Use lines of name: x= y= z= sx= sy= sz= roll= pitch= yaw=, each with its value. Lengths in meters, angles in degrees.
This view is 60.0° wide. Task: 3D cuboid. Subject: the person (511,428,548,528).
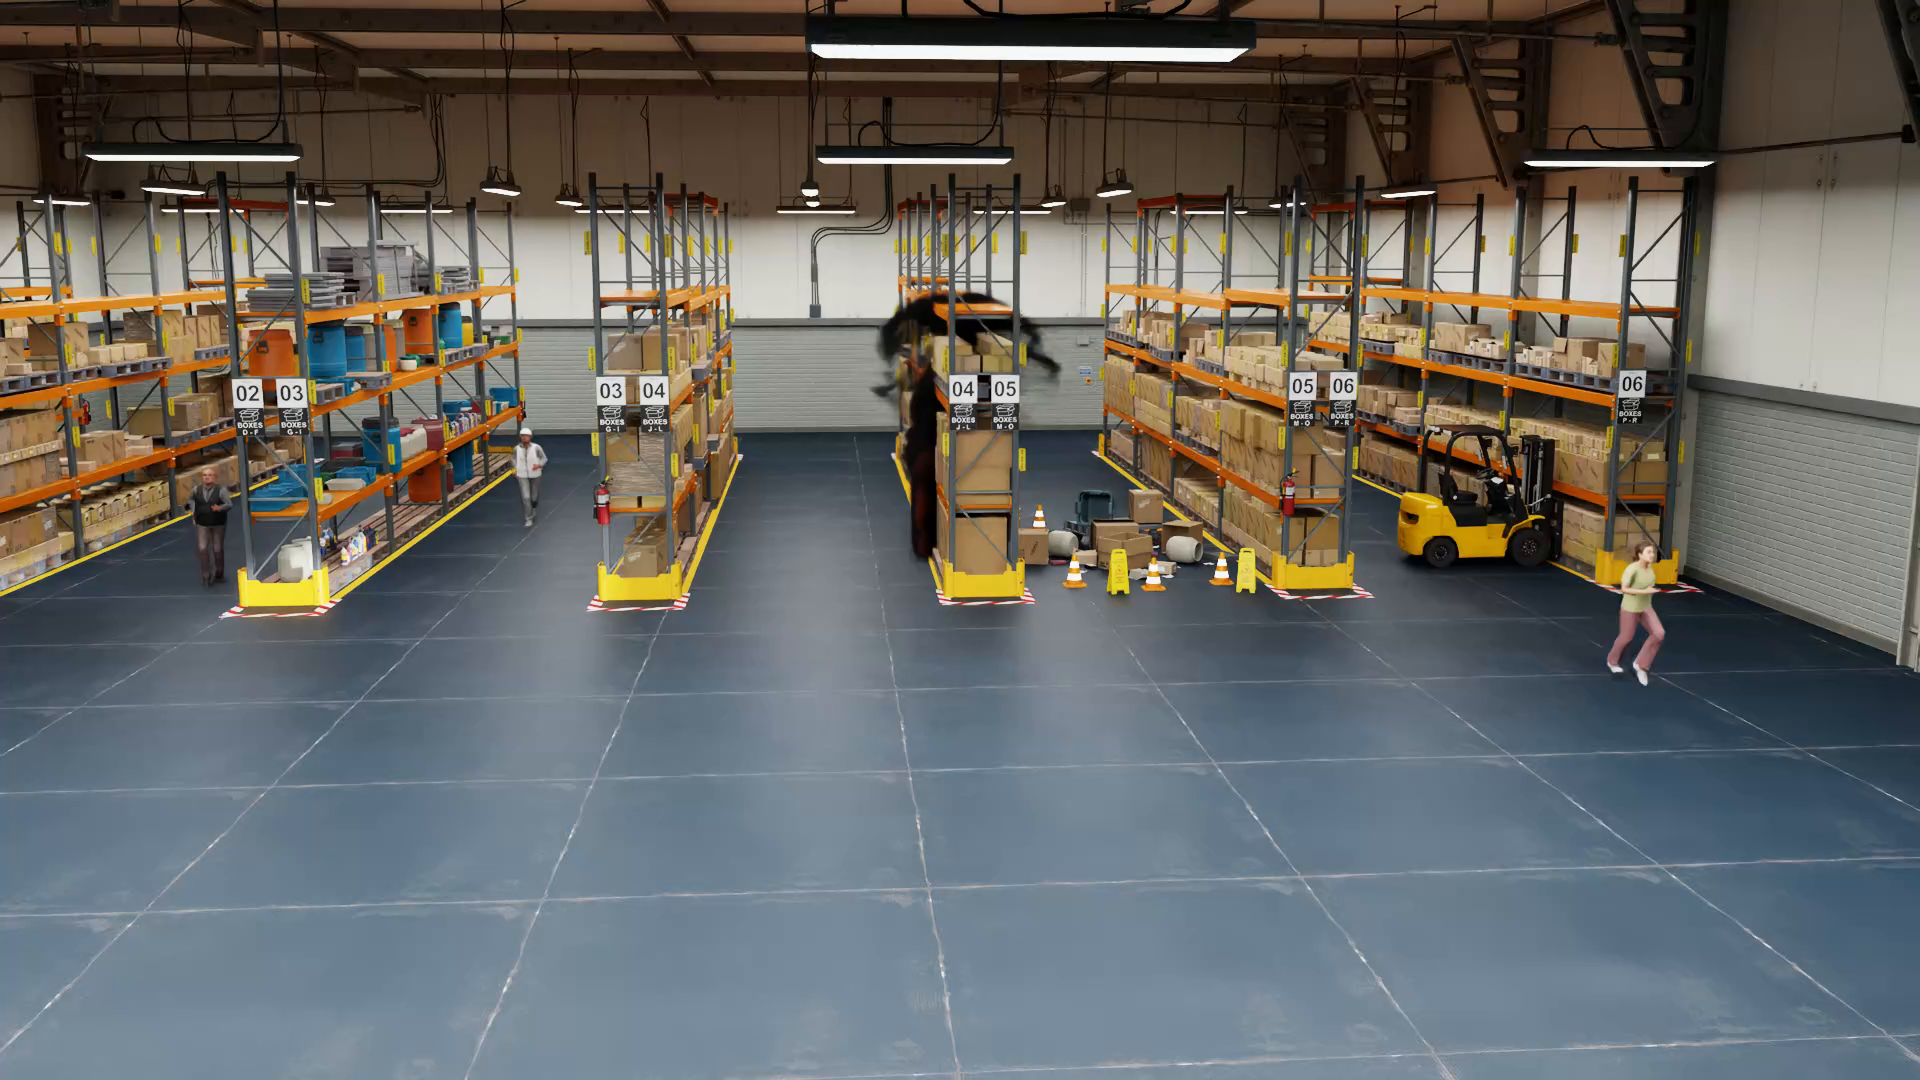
person: x=-7.821 y=-1.152 z=30.225 sx=0.656 sy=1.772 sz=0.800 roll=-1 pitch=10 yaw=-8

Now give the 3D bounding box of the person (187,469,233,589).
person: x=-11.167 y=-0.177 z=24.813 sx=0.638 sy=1.784 sz=0.781 roll=-4 pitch=11 yaw=-19

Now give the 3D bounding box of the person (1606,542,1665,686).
person: x=7.819 y=0.830 z=19.267 sx=0.602 sy=1.651 sz=0.796 roll=-4 pitch=11 yaw=-21
